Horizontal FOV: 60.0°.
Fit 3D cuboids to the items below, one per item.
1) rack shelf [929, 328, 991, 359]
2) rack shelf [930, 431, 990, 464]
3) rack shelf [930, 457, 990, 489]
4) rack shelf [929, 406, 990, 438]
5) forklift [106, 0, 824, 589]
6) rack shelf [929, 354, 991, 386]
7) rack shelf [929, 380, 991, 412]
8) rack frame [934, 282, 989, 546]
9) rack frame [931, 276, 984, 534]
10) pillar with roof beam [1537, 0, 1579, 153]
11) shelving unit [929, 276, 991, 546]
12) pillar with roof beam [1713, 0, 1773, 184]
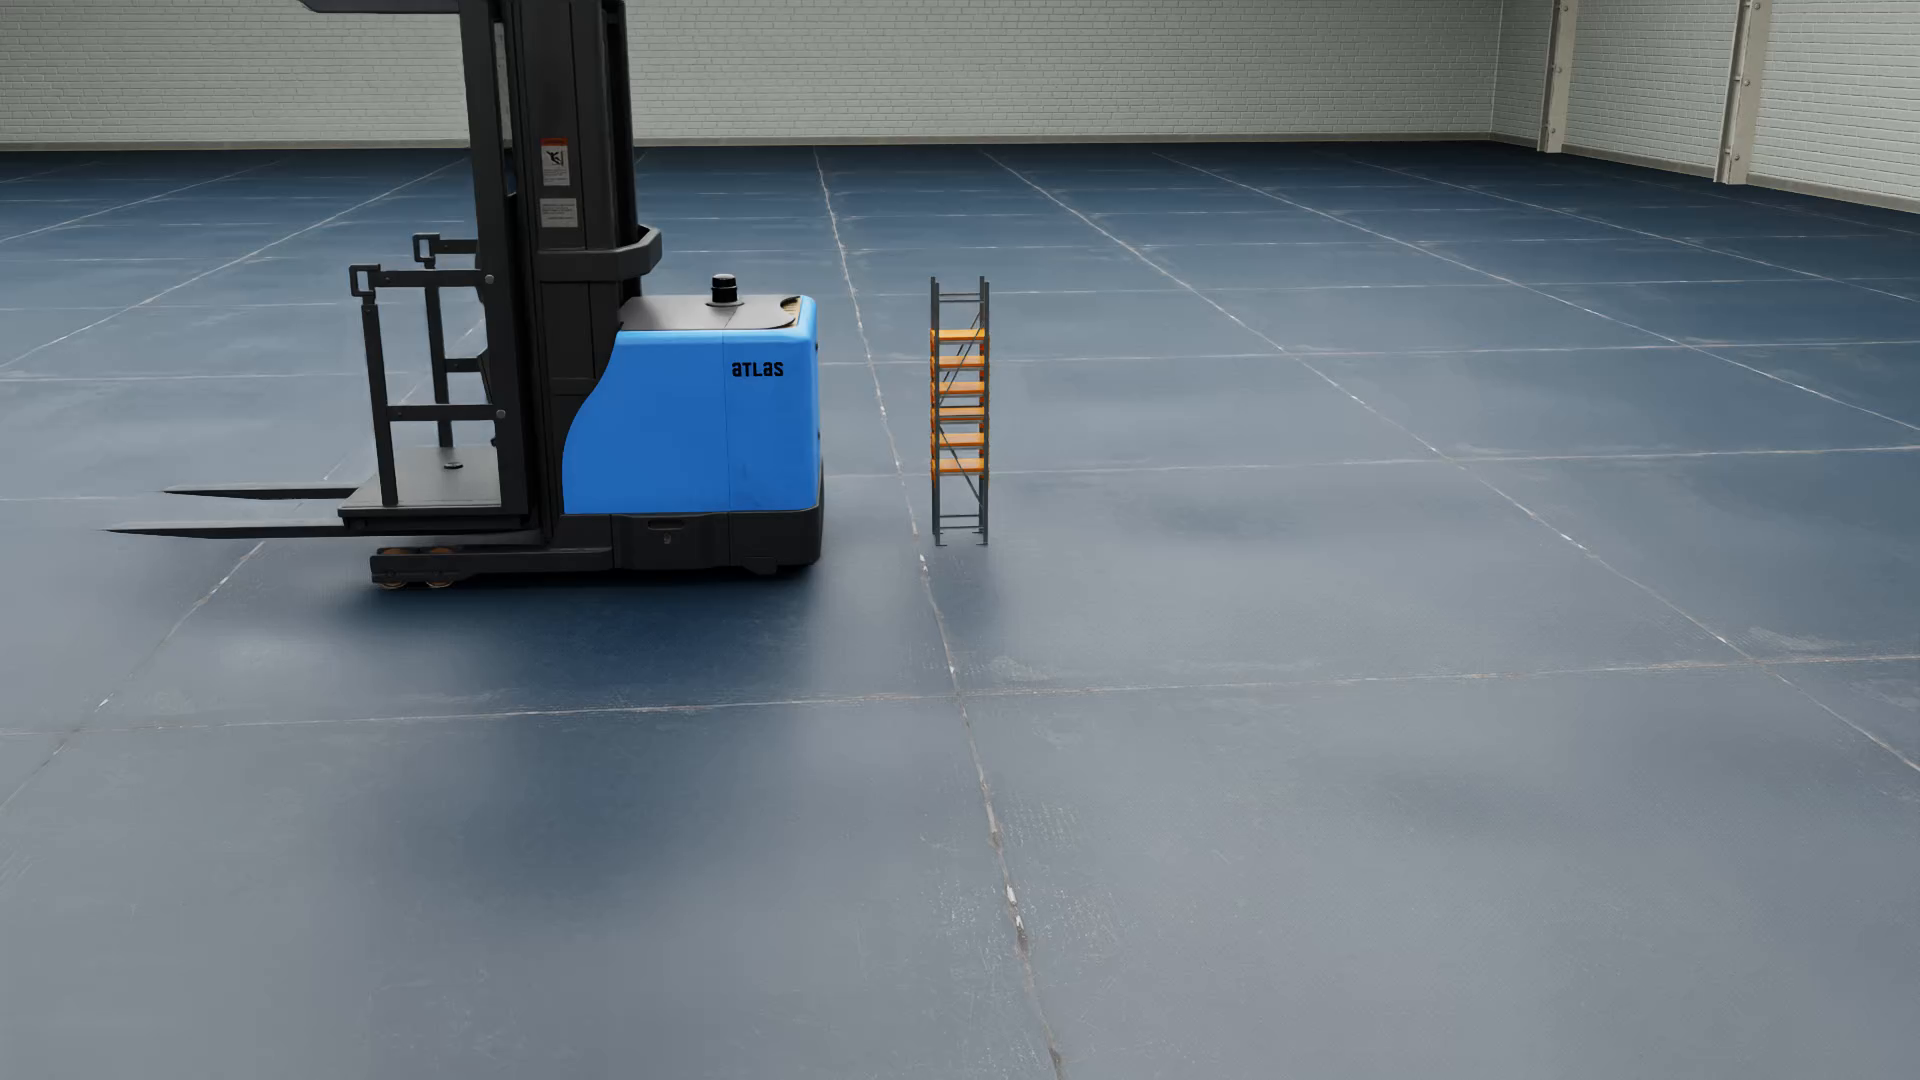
[{"bbox_3d":[-0.002,-0.878,7.417,0.258,0.103,0.180,-2,18,-6],"label":"rack shelf"},{"bbox_3d":[-0.001,-0.420,7.560,0.258,0.103,0.180,-2,18,-6],"label":"rack shelf"},{"bbox_3d":[-0.001,-0.305,7.596,0.258,0.103,0.180,-2,18,-6],"label":"rack shelf"},{"bbox_3d":[-0.001,-0.534,7.524,0.258,0.103,0.180,-2,18,-6],"label":"rack shelf"},{"bbox_3d":[-2.142,-1.355,7.100,3.031,2.935,1.130,-1,17,-3],"label":"forklift"},{"bbox_3d":[-0.002,-0.763,7.453,0.258,0.103,0.180,-2,18,-6],"label":"rack shelf"},{"bbox_3d":[-0.001,-0.649,7.488,0.258,0.103,0.180,-2,18,-6],"label":"rack shelf"},{"bbox_3d":[0.008,-0.550,7.424,0.240,1.200,0.006,-2,18,-6],"label":"rack frame"},{"bbox_3d":[-0.011,-0.604,7.598,0.240,1.200,0.006,-2,18,-6],"label":"rack frame"},{"bbox_3d":[6.354,-11.165,28.216,9.100,9.000,0.400,-2,18,-6],"label":"pillar with roof beam"},{"bbox_3d":[-0.001,-0.577,7.511,0.258,1.200,0.189,-2,18,-6],"label":"shelving unit"},{"bbox_3d":[6.973,-9.377,22.522,9.100,9.000,0.400,-2,18,-6],"label":"pillar with roof beam"}]
